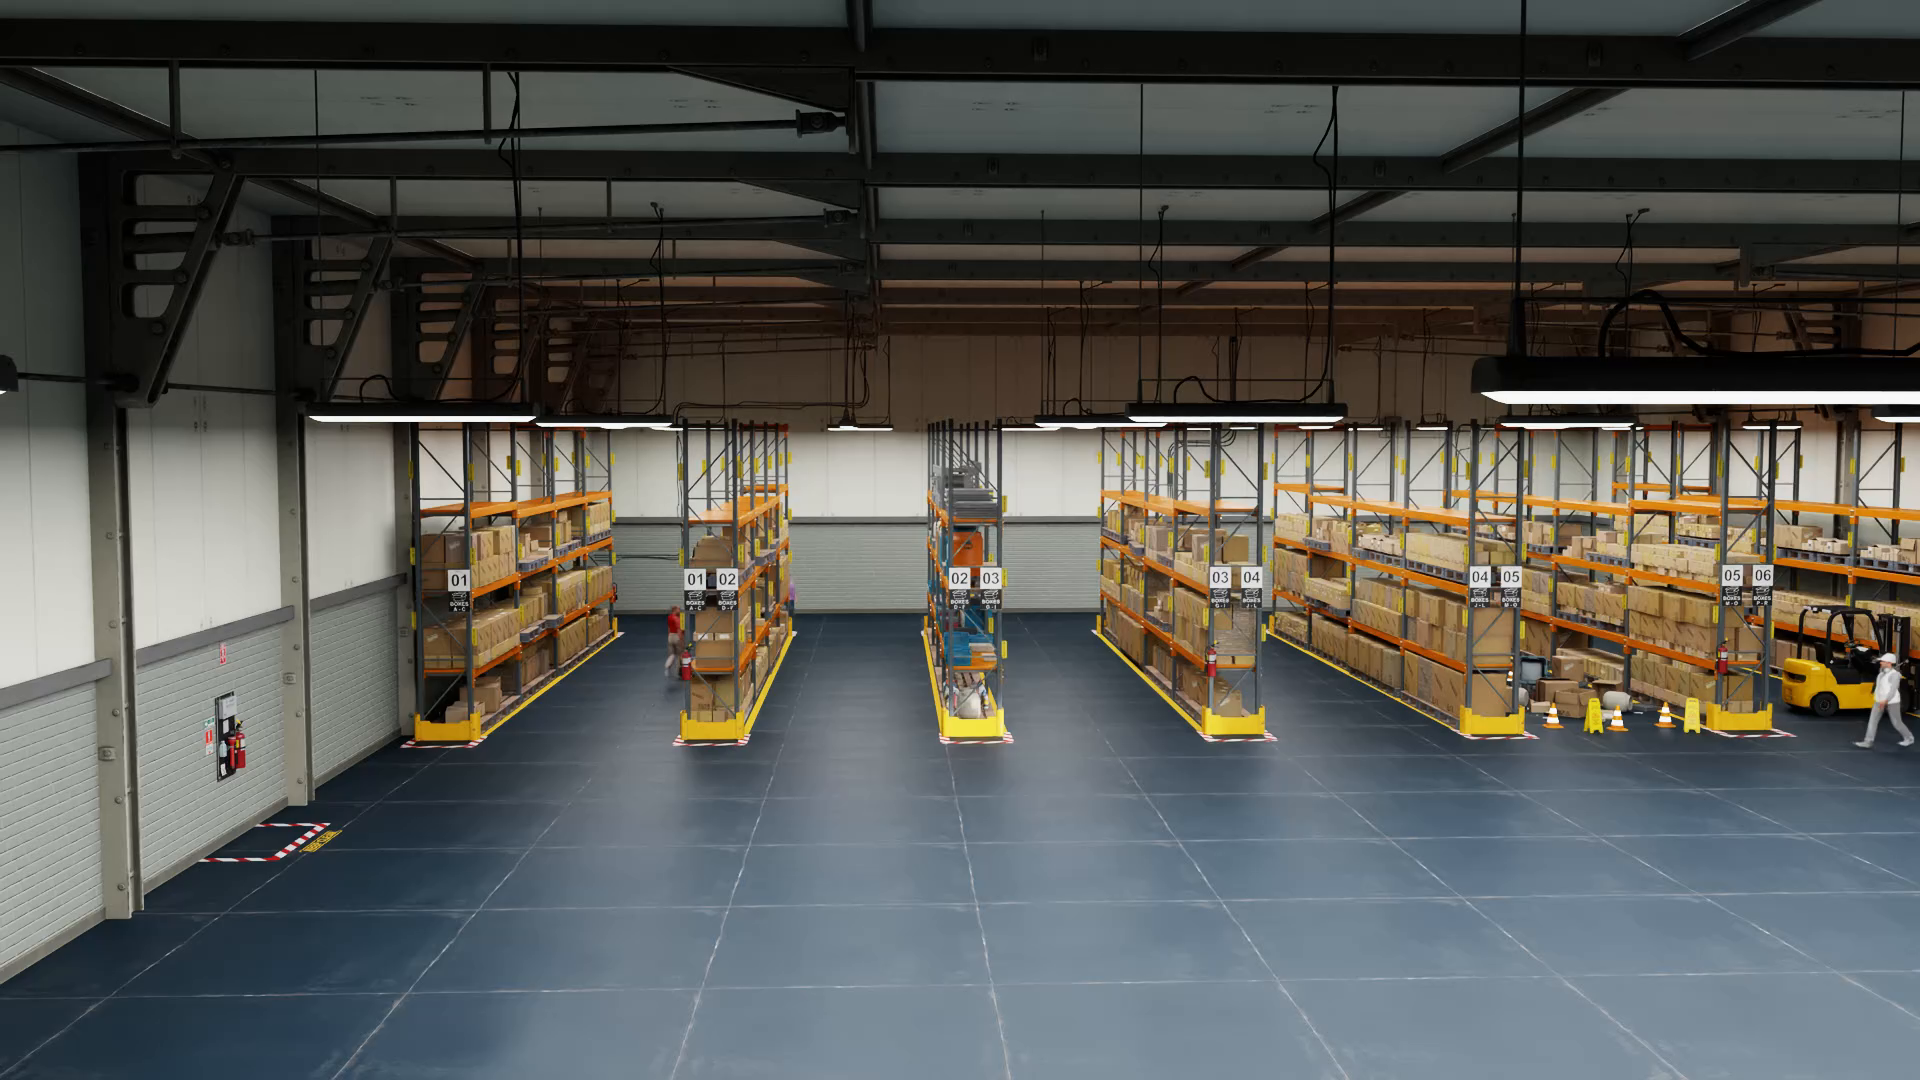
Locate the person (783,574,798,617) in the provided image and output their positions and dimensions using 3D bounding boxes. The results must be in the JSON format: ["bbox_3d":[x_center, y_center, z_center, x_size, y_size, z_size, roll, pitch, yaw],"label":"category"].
[{"bbox_3d":[-4.986,1.792,48.826,0.487,1.622,0.436,3,5,40],"label":"person"}]

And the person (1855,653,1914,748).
[{"bbox_3d":[16.812,2.926,30.165,1.028,1.741,0.504,-1,4,-18],"label":"person"}]

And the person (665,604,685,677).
[{"bbox_3d":[-6.660,2.360,38.871,0.534,1.716,0.550,2,4,31],"label":"person"}]
